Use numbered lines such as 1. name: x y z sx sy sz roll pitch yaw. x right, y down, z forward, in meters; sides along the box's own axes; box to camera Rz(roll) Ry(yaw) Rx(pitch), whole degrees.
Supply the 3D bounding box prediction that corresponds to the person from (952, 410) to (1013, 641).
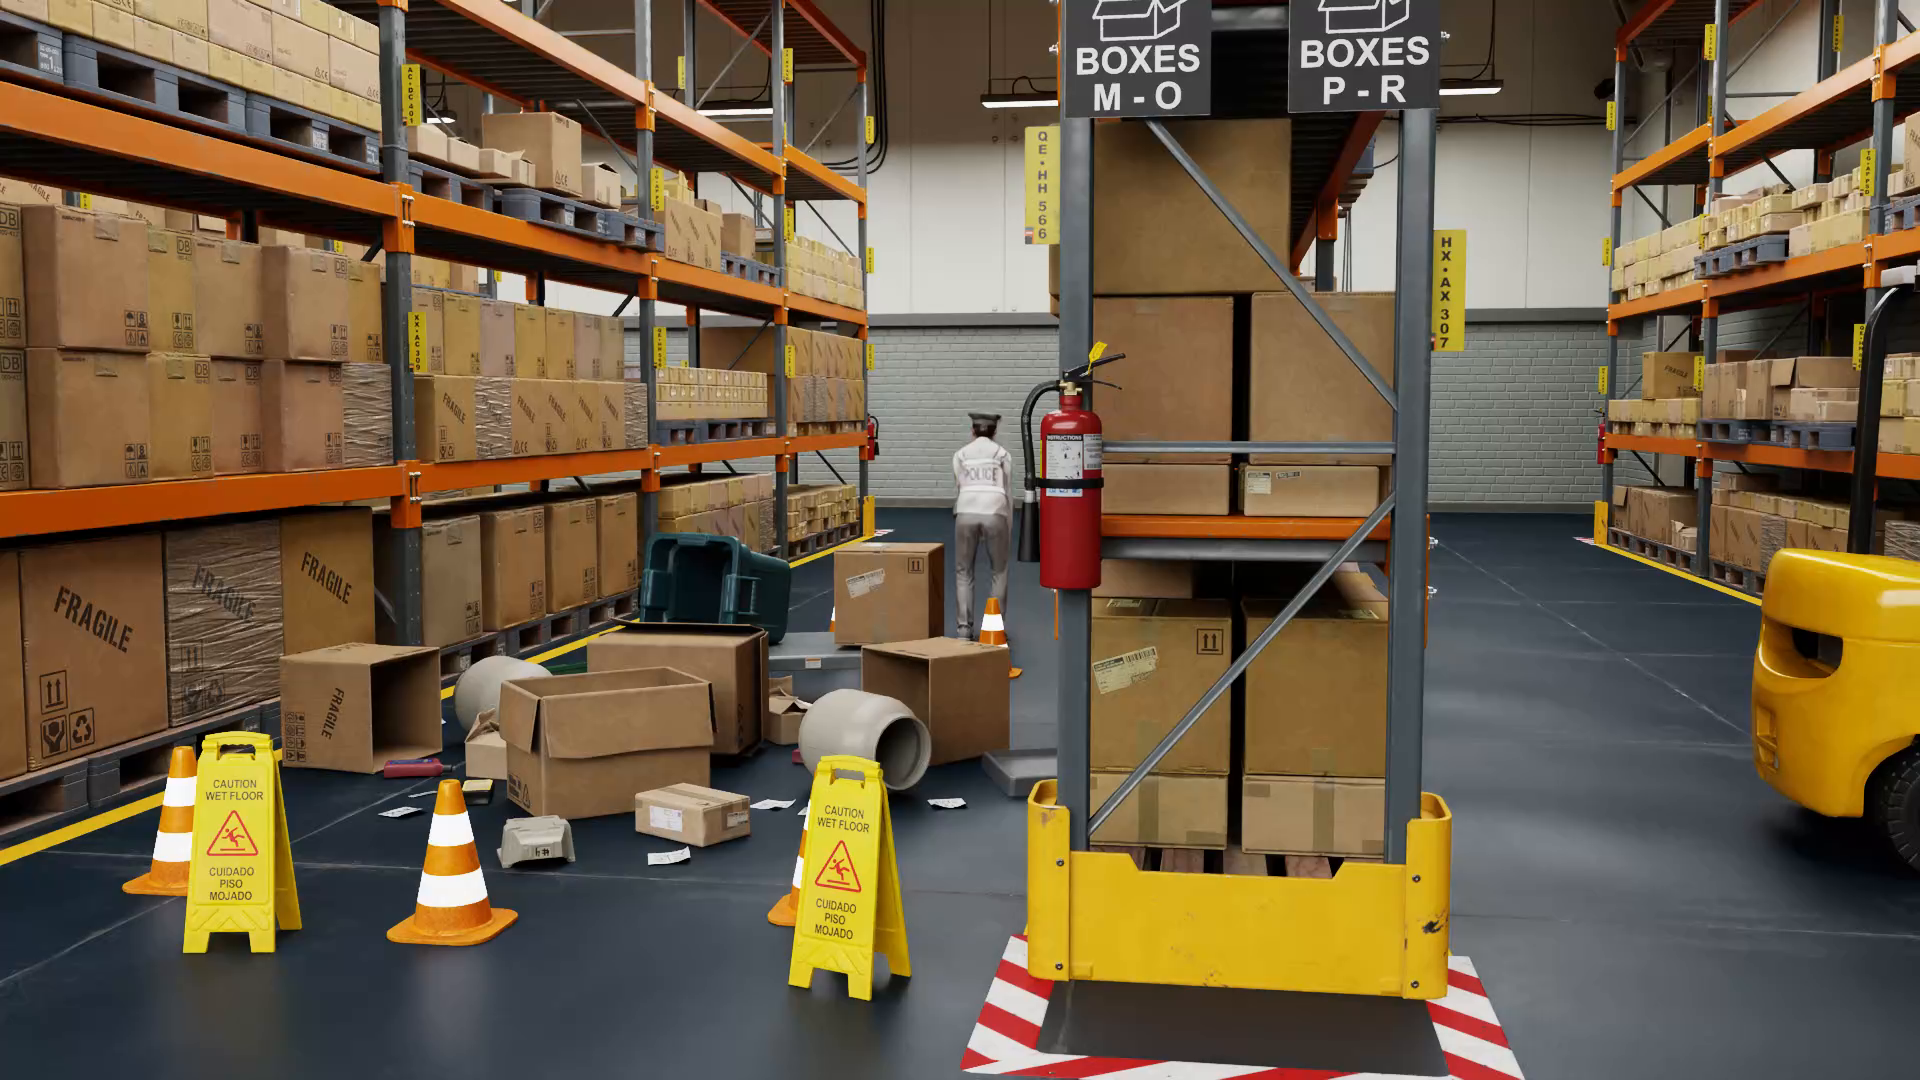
1. person: 0.155 -0.096 11.521 0.408 1.605 0.570 1 5 8
